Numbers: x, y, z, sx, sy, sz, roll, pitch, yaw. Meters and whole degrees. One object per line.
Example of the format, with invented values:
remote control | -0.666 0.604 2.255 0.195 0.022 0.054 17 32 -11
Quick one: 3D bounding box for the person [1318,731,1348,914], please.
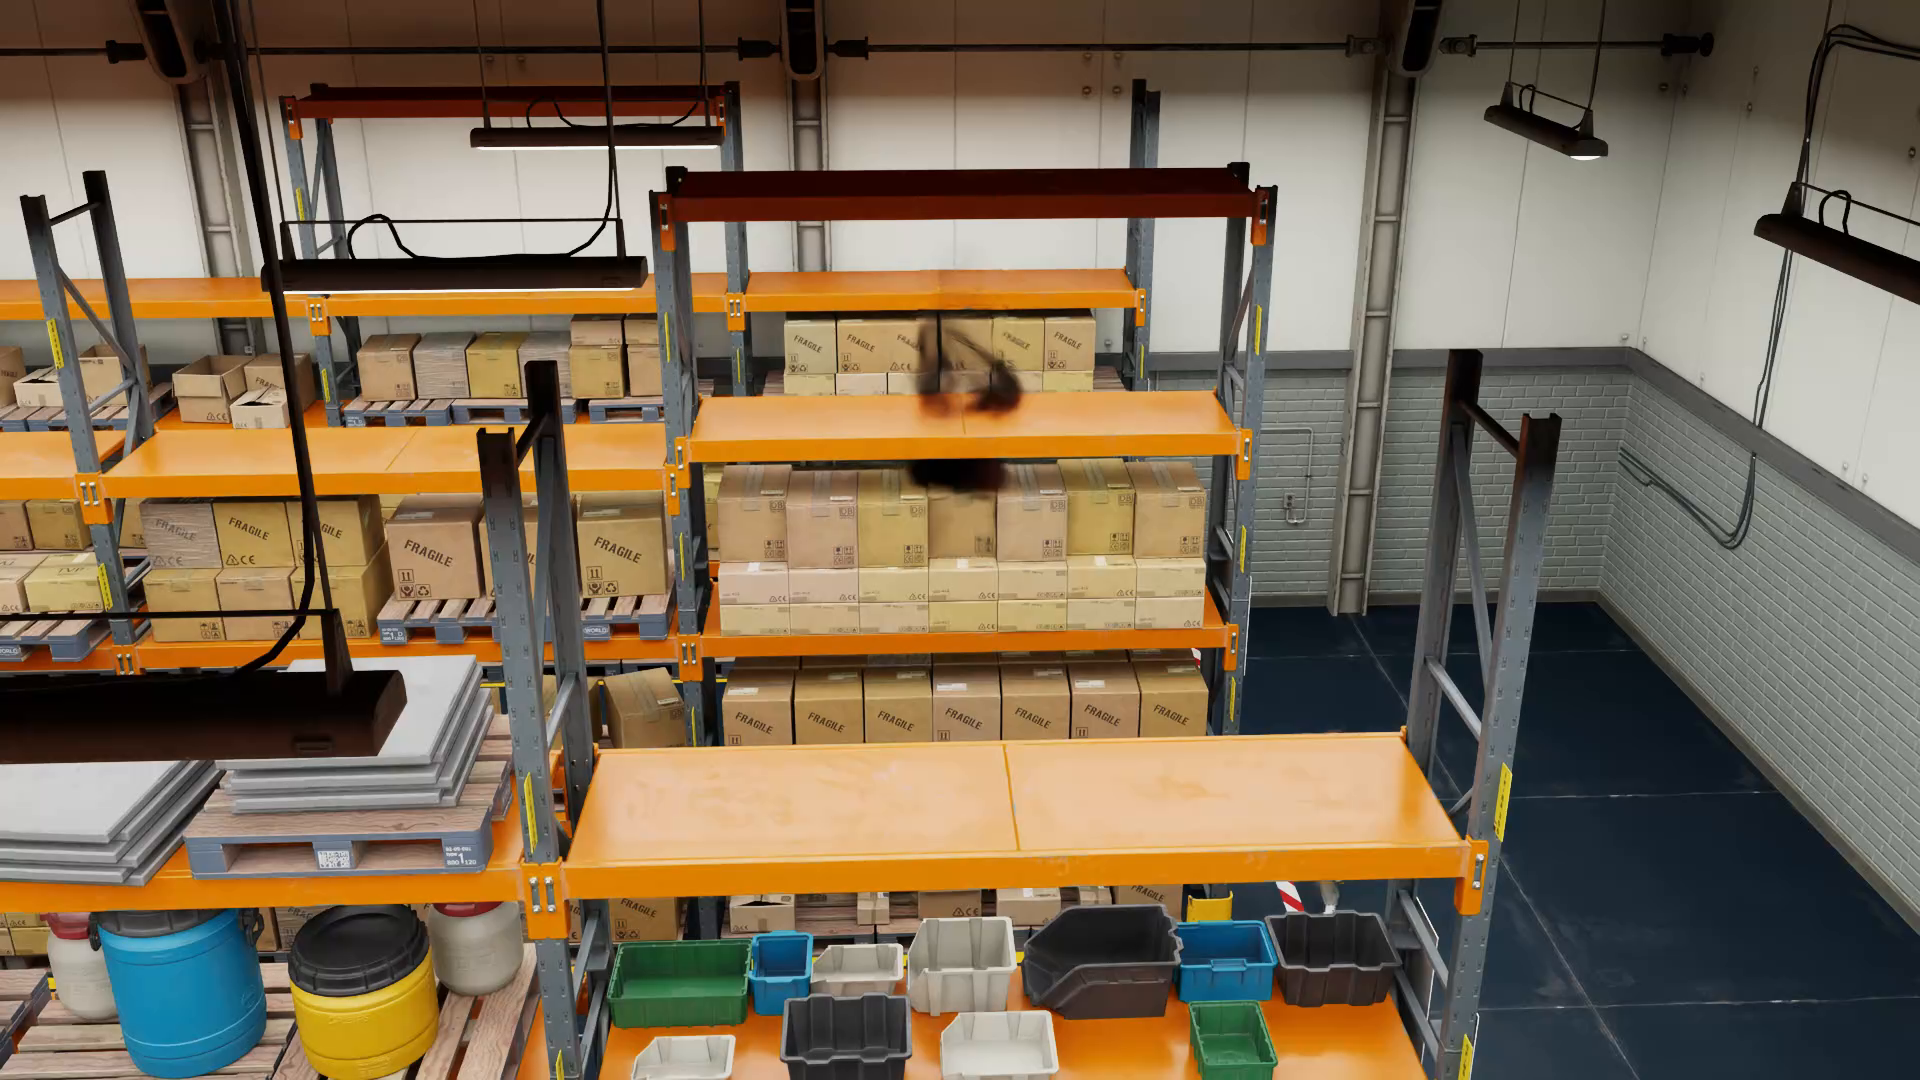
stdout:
person | 2.988 2.286 13.391 0.570 1.612 0.549 8 23 18
